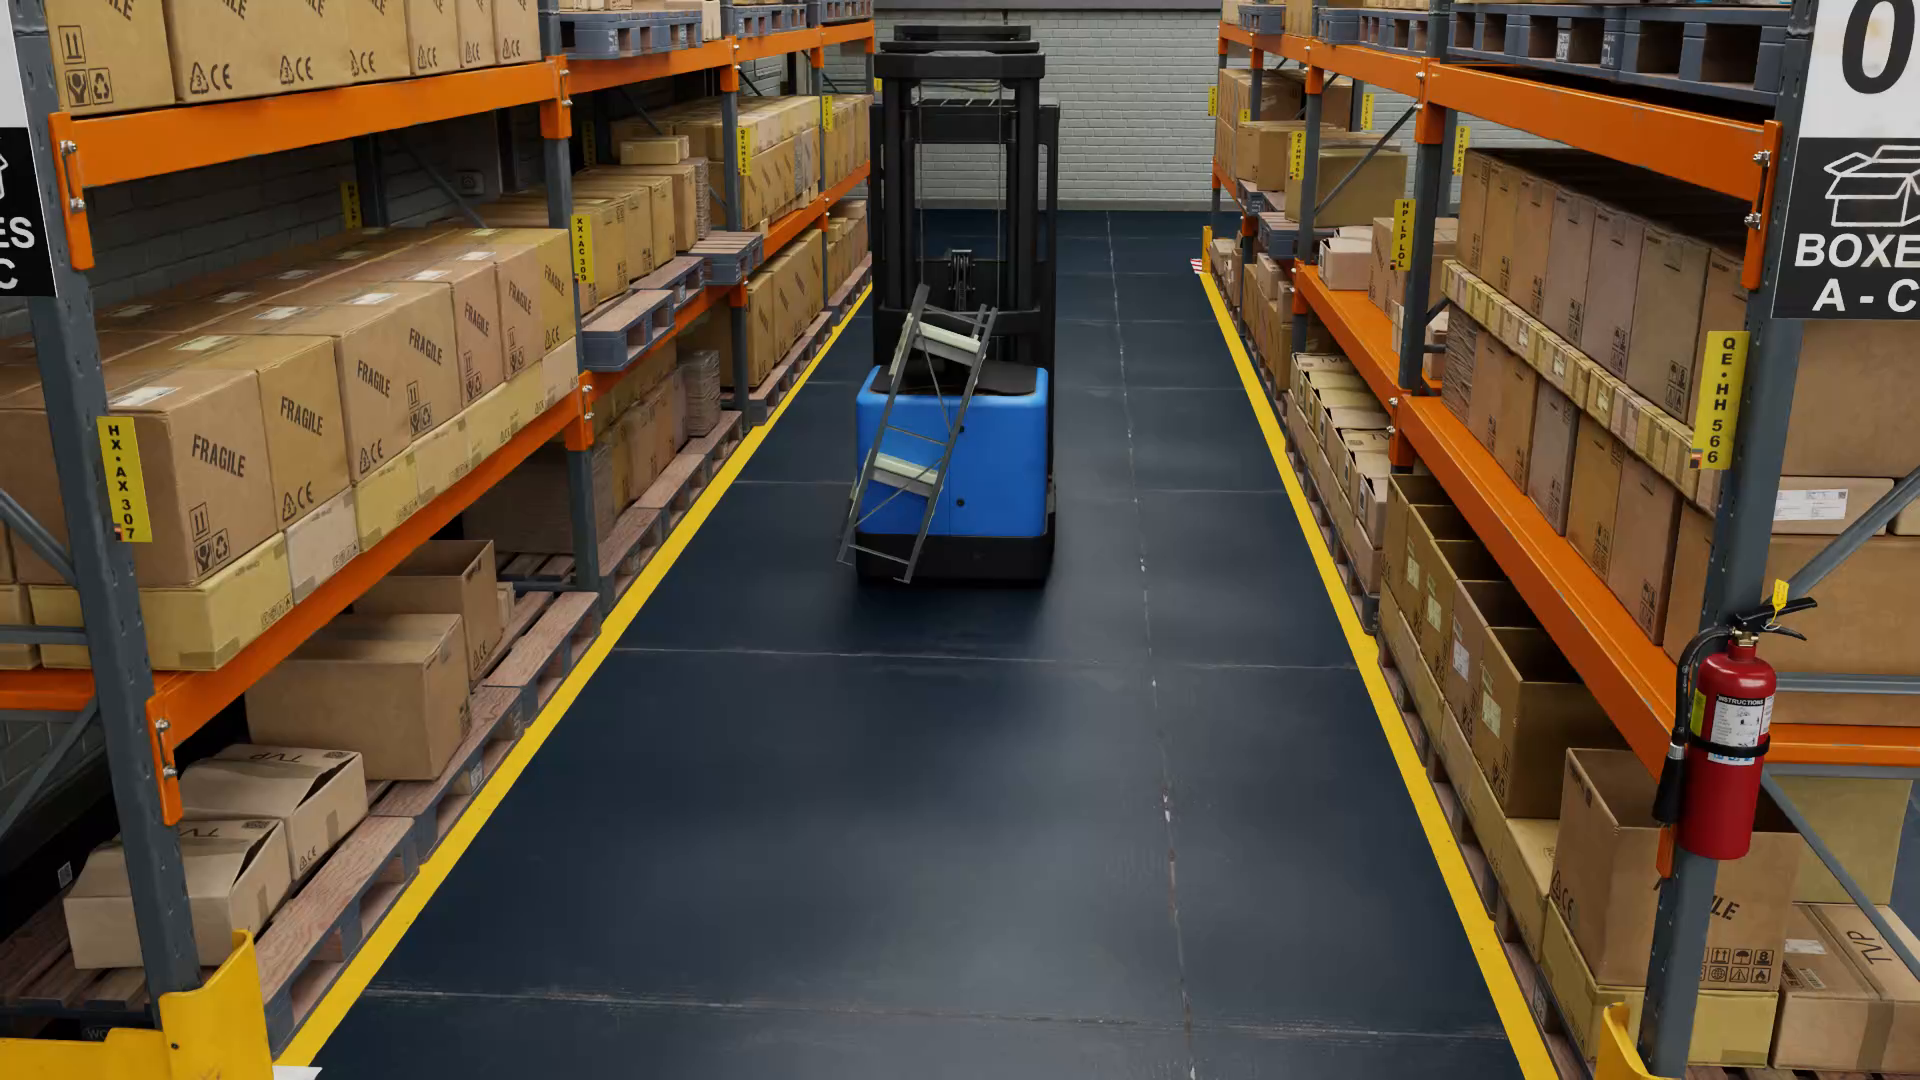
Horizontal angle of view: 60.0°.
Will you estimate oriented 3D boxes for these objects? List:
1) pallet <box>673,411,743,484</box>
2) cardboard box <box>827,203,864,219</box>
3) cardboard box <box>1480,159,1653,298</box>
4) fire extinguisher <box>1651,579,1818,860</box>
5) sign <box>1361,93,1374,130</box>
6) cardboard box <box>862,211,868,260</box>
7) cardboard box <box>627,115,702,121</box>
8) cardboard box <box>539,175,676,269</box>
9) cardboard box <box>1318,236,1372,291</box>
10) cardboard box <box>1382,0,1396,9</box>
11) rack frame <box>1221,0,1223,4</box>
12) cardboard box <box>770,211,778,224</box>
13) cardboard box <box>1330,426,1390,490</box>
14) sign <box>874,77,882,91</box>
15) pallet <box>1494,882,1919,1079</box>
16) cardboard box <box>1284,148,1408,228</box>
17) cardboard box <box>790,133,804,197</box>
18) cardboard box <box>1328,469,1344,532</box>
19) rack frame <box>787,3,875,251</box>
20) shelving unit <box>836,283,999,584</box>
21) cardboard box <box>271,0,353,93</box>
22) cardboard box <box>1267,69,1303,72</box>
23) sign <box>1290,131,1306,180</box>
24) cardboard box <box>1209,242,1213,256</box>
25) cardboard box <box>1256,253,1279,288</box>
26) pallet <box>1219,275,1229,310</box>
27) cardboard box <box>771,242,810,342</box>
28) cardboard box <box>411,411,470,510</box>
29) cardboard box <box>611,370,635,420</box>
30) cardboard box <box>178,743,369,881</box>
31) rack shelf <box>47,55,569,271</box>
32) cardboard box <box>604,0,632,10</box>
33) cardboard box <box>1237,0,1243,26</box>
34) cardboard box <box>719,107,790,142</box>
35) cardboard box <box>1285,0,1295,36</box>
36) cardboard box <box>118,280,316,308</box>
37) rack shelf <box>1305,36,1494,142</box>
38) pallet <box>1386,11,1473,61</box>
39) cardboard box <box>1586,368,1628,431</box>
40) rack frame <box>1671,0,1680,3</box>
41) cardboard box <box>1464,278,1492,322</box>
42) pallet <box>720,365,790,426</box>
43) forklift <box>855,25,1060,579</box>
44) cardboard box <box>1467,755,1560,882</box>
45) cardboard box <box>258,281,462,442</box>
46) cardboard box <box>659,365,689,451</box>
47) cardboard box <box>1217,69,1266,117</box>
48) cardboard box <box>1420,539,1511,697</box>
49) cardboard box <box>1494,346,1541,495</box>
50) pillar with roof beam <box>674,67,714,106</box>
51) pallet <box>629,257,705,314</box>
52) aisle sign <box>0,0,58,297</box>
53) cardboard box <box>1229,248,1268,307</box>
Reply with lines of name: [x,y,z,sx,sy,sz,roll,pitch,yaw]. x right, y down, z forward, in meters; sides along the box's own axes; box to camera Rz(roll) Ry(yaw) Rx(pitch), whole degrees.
pallet: [-2.126,-0.668,11.623,1.003,0.211,1.213,1,18,4]
cardboard box: [-1.290,-3.697,18.688,0.380,0.149,0.250,2,18,5]
cardboard box: [2.526,-1.253,6.686,0.700,0.500,0.500,1,18,4]
fire extinguisher: [1.828,0.421,3.944,0.296,0.674,0.183,1,18,4]
sign: [3.713,-3.908,15.172,0.100,0.325,0.005,1,18,4]
cardboard box: [-1.445,-3.513,19.165,0.700,0.500,0.500,1,18,4]
cardboard box: [-2.254,-3.098,12.686,0.500,0.250,0.500,1,18,2]
cardboard box: [-2.159,-1.959,10.216,0.700,0.500,0.500,1,18,4]
cardboard box: [2.616,-1.811,10.775,0.500,0.311,0.500,1,18,3]
cardboard box: [2.877,-3.375,10.154,0.500,0.250,0.500,2,18,5]
rack frame: [3.446,-7.462,18.244,1.000,3.000,0.127,1,18,4]
cardboard box: [-1.715,-2.700,13.716,0.380,0.149,0.250,1,18,4]
cardboard box: [2.398,-0.492,9.449,0.500,0.311,0.500,1,18,4]
sign: [-0.955,-5.367,19.245,0.100,0.325,0.005,1,18,4]
pallet: [2.312,1.445,5.174,1.003,0.211,1.213,1,18,4]
cardboard box: [2.806,-2.572,12.119,0.700,0.500,0.500,-5,19,-15]
cardboard box: [-1.635,-3.213,14.241,0.500,0.500,0.500,1,18,4]
cardboard box: [2.401,-0.228,9.544,0.500,0.250,0.500,2,18,5]
rack frame: [-1.495,-4.720,19.512,1.000,3.000,0.127,1,18,4]
shelving unit: [-0.247,-0.596,8.947,0.431,1.500,0.755,17,8,-6]
cardboard box: [-2.261,-1.659,5.160,0.500,0.500,0.500,2,18,6]
cardboard box: [3.689,-4.989,18.566,0.500,0.500,0.500,1,18,3]
sign: [2.331,-2.648,11.455,0.100,0.325,0.005,1,18,4]
cardboard box: [3.074,-3.343,19.180,0.380,0.149,0.250,1,18,4]
cardboard box: [2.810,-2.291,14.201,0.500,0.250,0.500,1,18,4]
pallet: [3.295,-2.637,17.631,1.003,0.211,1.213,1,18,4]
cardboard box: [-1.759,-2.175,14.522,0.750,0.750,0.750,2,18,6]
cardboard box: [-2.186,-0.310,6.262,0.500,0.250,0.500,1,18,4]
cardboard box: [-2.257,-0.899,9.952,0.500,0.250,0.500,1,18,2]
cardboard box: [-2.462,0.928,5.887,0.500,0.311,0.500,3,18,8]
rack shelf: [-2.499,-1.456,5.887,1.077,0.370,4.000,1,18,4]
cardboard box: [-2.148,-3.217,9.271,0.500,0.500,0.500,1,18,2]
cardboard box: [3.003,-5.190,16.370,0.500,0.250,0.500,1,18,4]
cardboard box: [-1.679,-3.407,13.628,0.500,0.250,0.500,1,18,3]
cardboard box: [2.944,-4.055,12.505,0.910,0.500,0.500,1,18,4]
cardboard box: [-2.705,-0.670,6.155,0.500,0.500,0.500,2,18,5]
rack shelf: [2.729,-2.589,9.344,1.077,0.370,4.000,1,18,4]
pallet: [2.636,-2.493,8.203,0.805,0.209,1.217,1,18,2]
cardboard box: [2.211,-0.441,5.249,0.380,0.149,0.250,2,18,6]
rack frame: [8.387,-7.350,17.903,1.000,3.000,0.127,1,18,4]
cardboard box: [2.339,-1.003,6.963,0.380,0.149,0.250,1,18,2]
pallet: [-1.937,-1.154,13.105,1.003,0.211,1.213,1,18,4]
forklift: [0.040,-1.589,10.064,1.130,2.935,3.031,1,18,3]
cardboard box: [2.101,0.981,5.852,0.500,0.250,0.500,1,18,4]
cardboard box: [-2.194,-0.662,6.129,0.500,0.500,0.500,2,18,6]
cardboard box: [-2.221,-0.875,11.084,0.700,0.500,0.500,1,18,4]
cardboard box: [3.152,-5.002,18.604,0.500,0.500,0.500,2,18,6]
cardboard box: [2.169,0.314,6.684,0.500,0.500,0.500,1,18,4]
cardboard box: [2.489,-0.474,6.392,0.700,0.500,0.500,2,18,5]
pillar with roof beam: [1.700,-6.470,15.215,9.100,9.000,0.400,1,18,4]
pallet: [-2.169,-1.529,10.080,1.003,0.211,1.213,1,18,4]
aisle sign: [-2.348,-0.958,3.853,0.394,0.787,0.004,1,18,4]
cardboard box: [2.917,-2.573,16.267,0.500,0.500,0.500,1,18,4]
